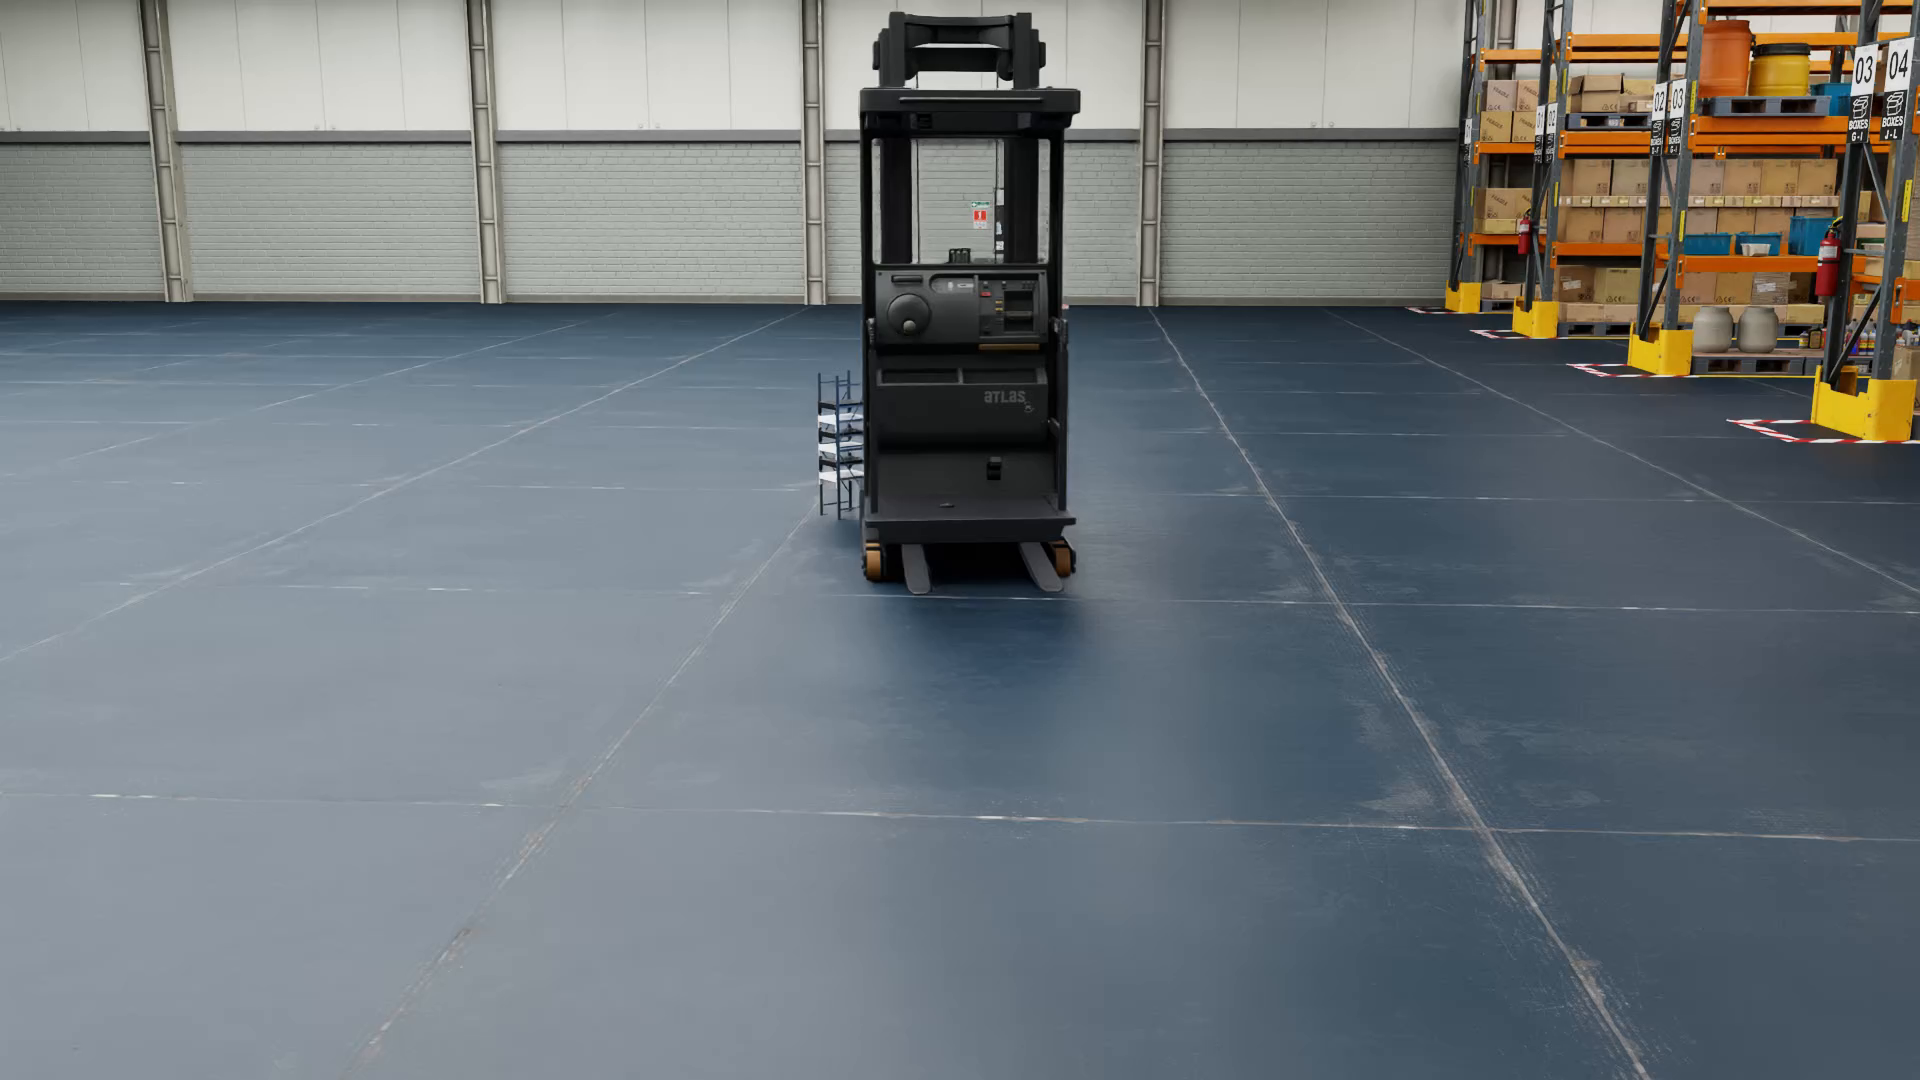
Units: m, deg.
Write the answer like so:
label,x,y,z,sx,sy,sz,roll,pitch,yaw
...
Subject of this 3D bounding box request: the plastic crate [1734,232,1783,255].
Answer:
label,x,y,z,sx,sy,sz,roll,pitch,yaw
plastic crate,9.104,-3.384,18.981,0.408,0.251,0.499,1,12,4

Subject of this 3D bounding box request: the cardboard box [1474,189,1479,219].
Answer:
label,x,y,z,sx,sy,sz,roll,pitch,yaw
cardboard box,9.084,-5.777,28.543,0.500,0.500,0.500,1,12,3

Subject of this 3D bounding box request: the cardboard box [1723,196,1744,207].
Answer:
label,x,y,z,sx,sy,sz,roll,pitch,yaw
cardboard box,10.711,-4.714,23.147,0.250,0.149,0.380,1,12,5

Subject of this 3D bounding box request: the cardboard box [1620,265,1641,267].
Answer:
label,x,y,z,sx,sy,sz,roll,pitch,yaw
cardboard box,9.826,-3.694,23.958,0.500,0.500,0.500,1,12,4

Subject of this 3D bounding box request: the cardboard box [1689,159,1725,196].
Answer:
label,x,y,z,sx,sy,sz,roll,pitch,yaw
cardboard box,10.318,-5.079,23.309,0.500,0.500,0.700,1,12,4

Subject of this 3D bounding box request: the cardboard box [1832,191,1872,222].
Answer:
label,x,y,z,sx,sy,sz,roll,pitch,yaw
cardboard box,14.867,-5.608,27.932,0.500,0.500,0.700,1,12,4

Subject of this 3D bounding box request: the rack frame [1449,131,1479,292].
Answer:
label,x,y,z,sx,sy,sz,roll,pitch,yaw
rack frame,8.599,-5.436,28.430,0.127,3.000,1.000,1,12,4

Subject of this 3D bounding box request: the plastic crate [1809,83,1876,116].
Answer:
label,x,y,z,sx,sy,sz,roll,pitch,yaw
plastic crate,9.860,-4.908,18.619,0.575,0.384,0.392,1,12,4

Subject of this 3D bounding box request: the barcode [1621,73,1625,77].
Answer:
label,x,y,z,sx,sy,sz,roll,pitch,yaw
barcode,11.232,-7.886,28.178,0.075,0.075,0.001,1,12,4

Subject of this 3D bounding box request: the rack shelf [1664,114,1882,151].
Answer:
label,x,y,z,sx,sy,sz,roll,pitch,yaw
rack shelf,9.933,-4.501,18.390,4.000,0.370,1.077,1,12,4

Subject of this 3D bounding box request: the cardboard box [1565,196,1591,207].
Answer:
label,x,y,z,sx,sy,sz,roll,pitch,yaw
cardboard box,8.649,-4.741,23.279,0.250,0.149,0.380,1,12,3

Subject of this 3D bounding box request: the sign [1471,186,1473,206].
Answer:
label,x,y,z,sx,sy,sz,roll,pitch,yaw
sign,8.563,-5.749,27.812,0.005,0.325,0.100,1,12,4

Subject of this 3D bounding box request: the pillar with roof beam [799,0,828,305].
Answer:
label,x,y,z,sx,sy,sz,roll,pitch,yaw
pillar with roof beam,-2.905,-7.825,25.195,0.400,9.000,9.100,1,12,4

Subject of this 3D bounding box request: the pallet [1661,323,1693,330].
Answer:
label,x,y,z,sx,sy,sz,roll,pitch,yaw
pallet,10.252,-3.040,23.786,1.213,0.211,1.003,1,12,4

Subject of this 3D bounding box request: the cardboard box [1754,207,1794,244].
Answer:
label,x,y,z,sx,sy,sz,roll,pitch,yaw
cardboard box,11.293,-4.429,23.371,0.500,0.500,0.700,1,12,3

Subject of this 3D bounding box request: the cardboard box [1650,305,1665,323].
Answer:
label,x,y,z,sx,sy,sz,roll,pitch,yaw
cardboard box,9.790,-3.218,23.516,0.500,0.250,0.500,1,12,4

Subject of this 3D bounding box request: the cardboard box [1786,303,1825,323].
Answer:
label,x,y,z,sx,sy,sz,roll,pitch,yaw
cardboard box,11.786,-3.191,23.386,0.500,0.250,0.500,1,12,4

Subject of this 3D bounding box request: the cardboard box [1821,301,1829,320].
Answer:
label,x,y,z,sx,sy,sz,roll,pitch,yaw
cardboard box,12.696,-3.283,23.825,0.500,0.250,0.500,1,12,3

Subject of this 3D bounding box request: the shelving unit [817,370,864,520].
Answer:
label,x,y,z,sx,sy,sz,roll,pitch,yaw
shelving unit,-0.728,-0.597,10.422,0.258,0.900,0.210,-9,15,-36

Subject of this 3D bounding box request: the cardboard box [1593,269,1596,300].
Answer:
label,x,y,z,sx,sy,sz,roll,pitch,yaw
cardboard box,10.581,-4.372,28.374,0.500,0.500,0.700,0,12,0

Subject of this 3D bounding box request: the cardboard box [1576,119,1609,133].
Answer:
label,x,y,z,sx,sy,sz,roll,pitch,yaw
cardboard box,10.504,-6.884,27.730,0.500,0.500,0.500,2,12,7

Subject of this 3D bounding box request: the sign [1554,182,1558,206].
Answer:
label,x,y,z,sx,sy,sz,roll,pitch,yaw
sign,8.229,-4.773,22.954,0.005,0.325,0.100,1,12,4

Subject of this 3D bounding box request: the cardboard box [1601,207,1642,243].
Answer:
label,x,y,z,sx,sy,sz,roll,pitch,yaw
cardboard box,9.261,-4.458,23.509,0.500,0.500,0.700,1,12,5

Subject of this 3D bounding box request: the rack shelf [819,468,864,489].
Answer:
label,x,y,z,sx,sy,sz,roll,pitch,yaw
rack shelf,-0.728,-0.388,10.466,0.258,0.077,0.200,-9,15,-36

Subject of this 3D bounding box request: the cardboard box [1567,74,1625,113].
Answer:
label,x,y,z,sx,sy,sz,roll,pitch,yaw
cardboard box,8.845,-6.208,23.175,0.637,0.503,0.797,2,12,8

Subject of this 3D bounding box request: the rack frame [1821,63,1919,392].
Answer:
label,x,y,z,sx,sy,sz,roll,pitch,yaw
rack frame,7.606,-2.400,13.917,0.127,3.000,1.000,1,12,4

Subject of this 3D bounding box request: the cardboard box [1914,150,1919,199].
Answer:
label,x,y,z,sx,sy,sz,roll,pitch,yaw
cardboard box,8.137,-3.021,13.472,0.500,0.500,0.500,1,12,4

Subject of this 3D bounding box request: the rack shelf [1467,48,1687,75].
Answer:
label,x,y,z,sx,sy,sz,roll,pitch,yaw
rack shelf,10.595,-7.992,27.759,4.000,0.370,1.077,1,12,4

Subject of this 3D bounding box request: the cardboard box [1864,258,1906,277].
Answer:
label,x,y,z,sx,sy,sz,roll,pitch,yaw
cardboard box,7.904,-2.316,14.126,0.250,0.149,0.380,1,12,4

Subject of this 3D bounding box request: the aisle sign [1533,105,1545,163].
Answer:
label,x,y,z,sx,sy,sz,roll,pitch,yaw
aisle sign,8.226,-5.758,23.617,0.004,0.787,0.394,1,12,4

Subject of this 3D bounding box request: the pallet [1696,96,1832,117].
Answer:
label,x,y,z,sx,sy,sz,roll,pitch,yaw
pallet,8.756,-4.757,18.317,1.213,0.211,1.003,1,12,4

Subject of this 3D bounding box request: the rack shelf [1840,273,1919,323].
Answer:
label,x,y,z,sx,sy,sz,roll,pitch,yaw
rack shelf,9.602,-2.021,13.860,4.000,0.370,1.077,1,12,4

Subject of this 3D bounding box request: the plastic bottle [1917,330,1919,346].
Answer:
label,x,y,z,sx,sy,sz,roll,pitch,yaw
plastic bottle,10.753,-2.233,18.514,0.185,0.351,0.144,1,12,3

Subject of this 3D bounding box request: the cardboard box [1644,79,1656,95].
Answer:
label,x,y,z,sx,sy,sz,roll,pitch,yaw
cardboard box,11.522,-7.355,27.540,0.500,0.500,0.500,1,12,7

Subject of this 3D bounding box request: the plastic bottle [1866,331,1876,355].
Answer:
label,x,y,z,sx,sy,sz,roll,pitch,yaw
plastic bottle,10.167,-2.198,18.537,0.097,0.271,0.097,0,12,0

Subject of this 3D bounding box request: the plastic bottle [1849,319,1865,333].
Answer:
label,x,y,z,sx,sy,sz,roll,pitch,yaw
plastic bottle,10.353,-2.383,19.230,0.185,0.351,0.144,1,12,6

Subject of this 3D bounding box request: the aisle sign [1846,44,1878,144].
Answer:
label,x,y,z,sx,sy,sz,roll,pitch,yaw
aisle sign,7.565,-3.735,13.948,0.004,0.787,0.394,1,12,4

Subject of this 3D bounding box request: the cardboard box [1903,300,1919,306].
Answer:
label,x,y,z,sx,sy,sz,roll,pitch,yaw
cardboard box,13.158,-3.439,23.203,0.500,0.311,0.500,1,12,3

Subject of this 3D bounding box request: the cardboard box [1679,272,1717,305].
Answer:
label,x,y,z,sx,sy,sz,roll,pitch,yaw
cardboard box,10.289,-3.577,23.401,0.500,0.500,0.500,1,12,4

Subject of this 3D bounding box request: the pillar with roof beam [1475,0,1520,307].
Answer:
label,x,y,z,sx,sy,sz,roll,pitch,yaw
pillar with roof beam,9.068,-7.660,24.411,0.400,9.000,9.100,1,12,4

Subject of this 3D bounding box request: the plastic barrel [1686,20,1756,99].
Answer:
label,x,y,z,sx,sy,sz,roll,pitch,yaw
plastic barrel,8.431,-5.316,18.453,0.708,0.830,0.600,1,12,4

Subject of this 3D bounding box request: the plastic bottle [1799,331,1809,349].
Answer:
label,x,y,z,sx,sy,sz,roll,pitch,yaw
plastic bottle,9.799,-2.322,19.304,0.097,0.201,0.097,0,12,0

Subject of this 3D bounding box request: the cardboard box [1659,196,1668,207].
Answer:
label,x,y,z,sx,sy,sz,roll,pitch,yaw
cardboard box,9.679,-4.727,23.213,0.250,0.149,0.380,0,12,2

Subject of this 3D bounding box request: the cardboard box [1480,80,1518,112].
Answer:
label,x,y,z,sx,sy,sz,roll,pitch,yaw
cardboard box,8.967,-7.398,27.746,0.500,0.500,0.500,0,12,0

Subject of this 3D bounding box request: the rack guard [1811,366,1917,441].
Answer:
label,x,y,z,sx,sy,sz,roll,pitch,yaw
rack guard,7.682,-1.176,14.168,0.348,0.500,1.175,1,12,4

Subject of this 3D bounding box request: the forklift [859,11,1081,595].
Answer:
label,x,y,z,sx,sy,sz,roll,pitch,yaw
forklift,0.026,-1.288,8.766,1.130,2.935,3.031,-1,12,-4

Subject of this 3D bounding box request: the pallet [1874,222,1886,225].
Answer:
label,x,y,z,sx,sy,sz,roll,pitch,yaw
pallet,15.863,-5.221,27.869,1.003,0.211,1.213,1,12,4

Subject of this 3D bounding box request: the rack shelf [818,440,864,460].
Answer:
label,x,y,z,sx,sy,sz,roll,pitch,yaw
rack shelf,-0.728,-0.564,10.429,0.258,0.077,0.200,-9,15,-36

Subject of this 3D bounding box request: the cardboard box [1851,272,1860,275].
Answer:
label,x,y,z,sx,sy,sz,roll,pitch,yaw
cardboard box,14.856,-4.350,28.266,0.500,0.500,0.700,1,12,3

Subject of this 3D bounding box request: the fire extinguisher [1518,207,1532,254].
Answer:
label,x,y,z,sx,sy,sz,roll,pitch,yaw
fire extinguisher,8.185,-4.483,24.061,0.183,0.674,0.296,1,12,4

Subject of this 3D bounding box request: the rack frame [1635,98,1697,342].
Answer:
label,x,y,z,sx,sy,sz,roll,pitch,yaw
rack frame,7.937,-3.412,18.755,0.127,3.000,1.000,1,12,4

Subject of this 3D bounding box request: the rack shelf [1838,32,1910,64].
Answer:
label,x,y,z,sx,sy,sz,roll,pitch,yaw
rack shelf,14.259,-6.731,22.700,4.000,0.370,1.077,1,12,4

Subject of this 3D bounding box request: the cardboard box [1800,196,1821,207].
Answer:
label,x,y,z,sx,sy,sz,roll,pitch,yaw
cardboard box,11.731,-4.700,23.080,0.250,0.149,0.380,1,12,3

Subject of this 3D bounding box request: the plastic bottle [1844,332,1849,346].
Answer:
label,x,y,z,sx,sy,sz,roll,pitch,yaw
plastic bottle,10.197,-2.286,19.129,0.097,0.201,0.097,0,12,0
